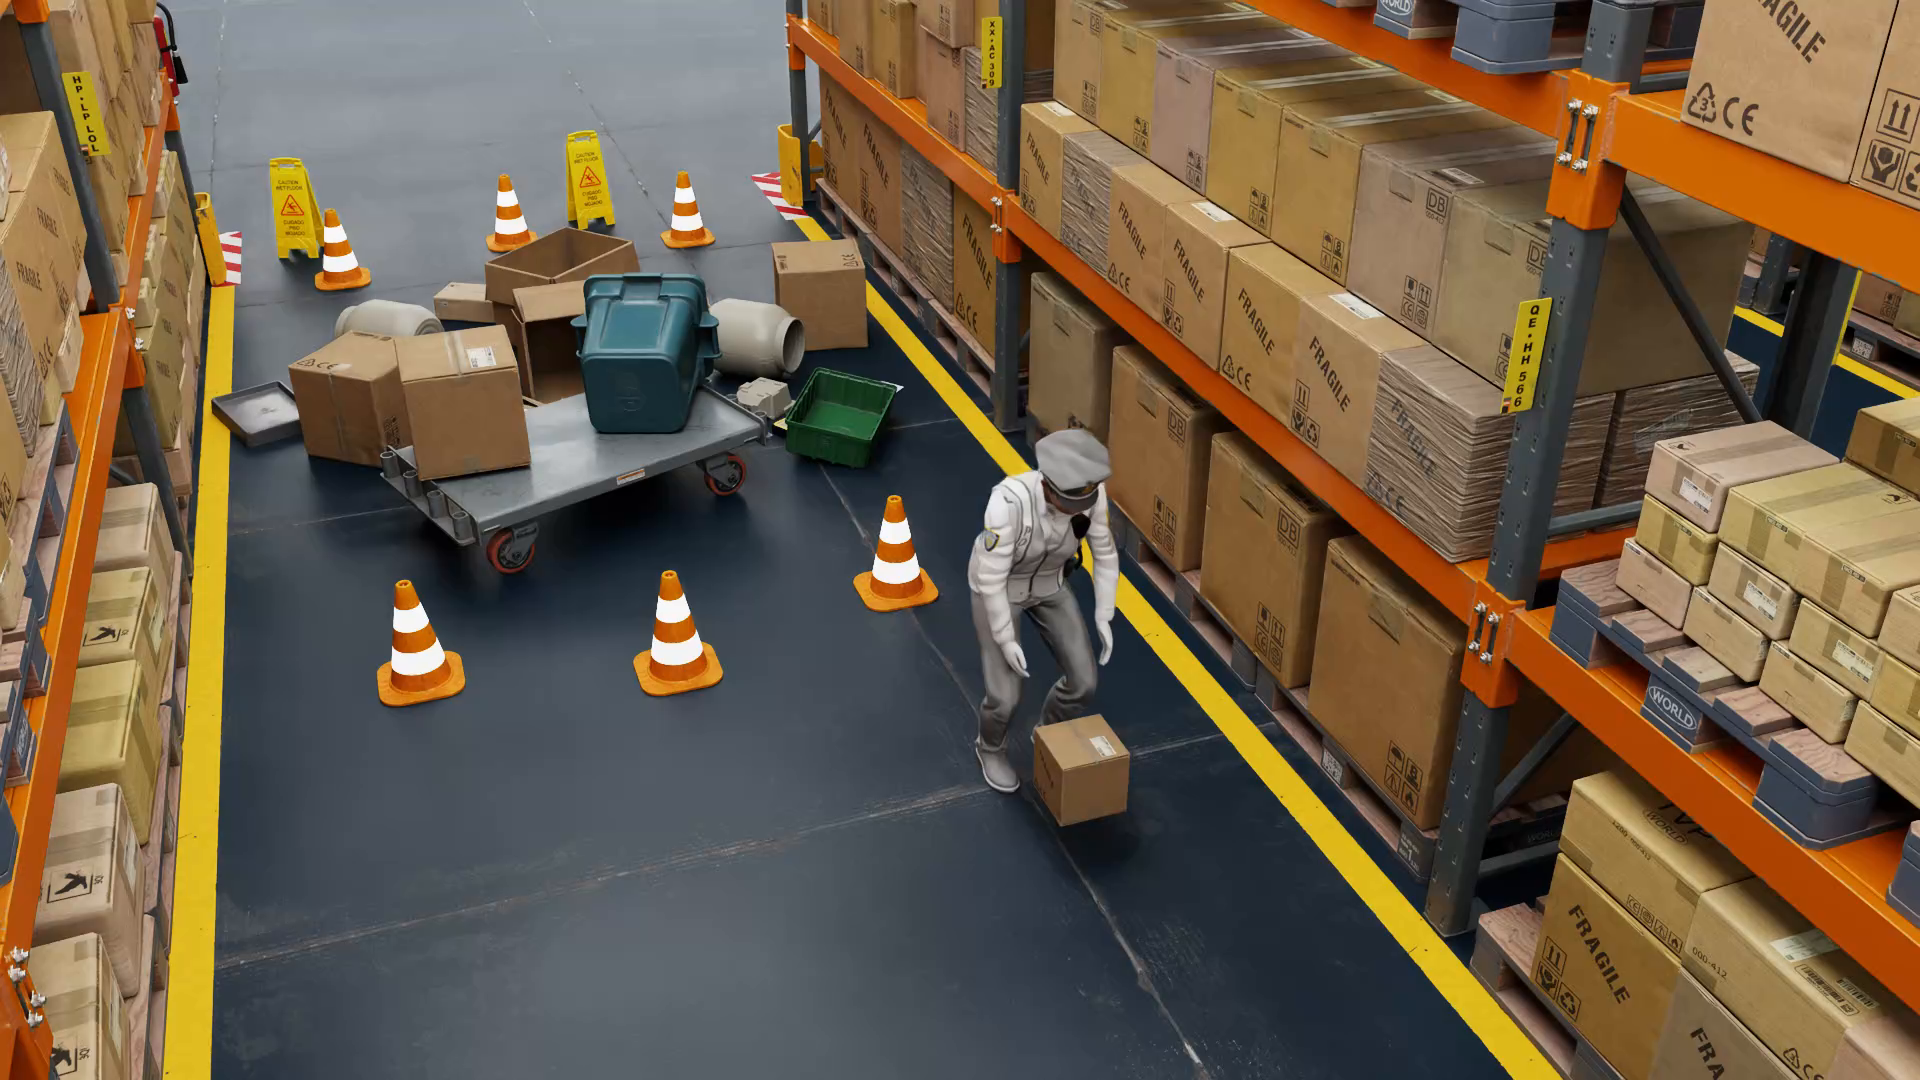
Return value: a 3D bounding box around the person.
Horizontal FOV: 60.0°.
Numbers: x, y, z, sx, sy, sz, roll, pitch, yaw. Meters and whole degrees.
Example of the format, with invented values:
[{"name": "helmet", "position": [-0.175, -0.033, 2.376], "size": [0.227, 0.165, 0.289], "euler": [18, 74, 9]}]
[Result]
[{"name": "person", "position": [0.310, 0.328, 5.938], "size": [0.534, 1.294, 0.749], "euler": [-11, 32, -18]}]
